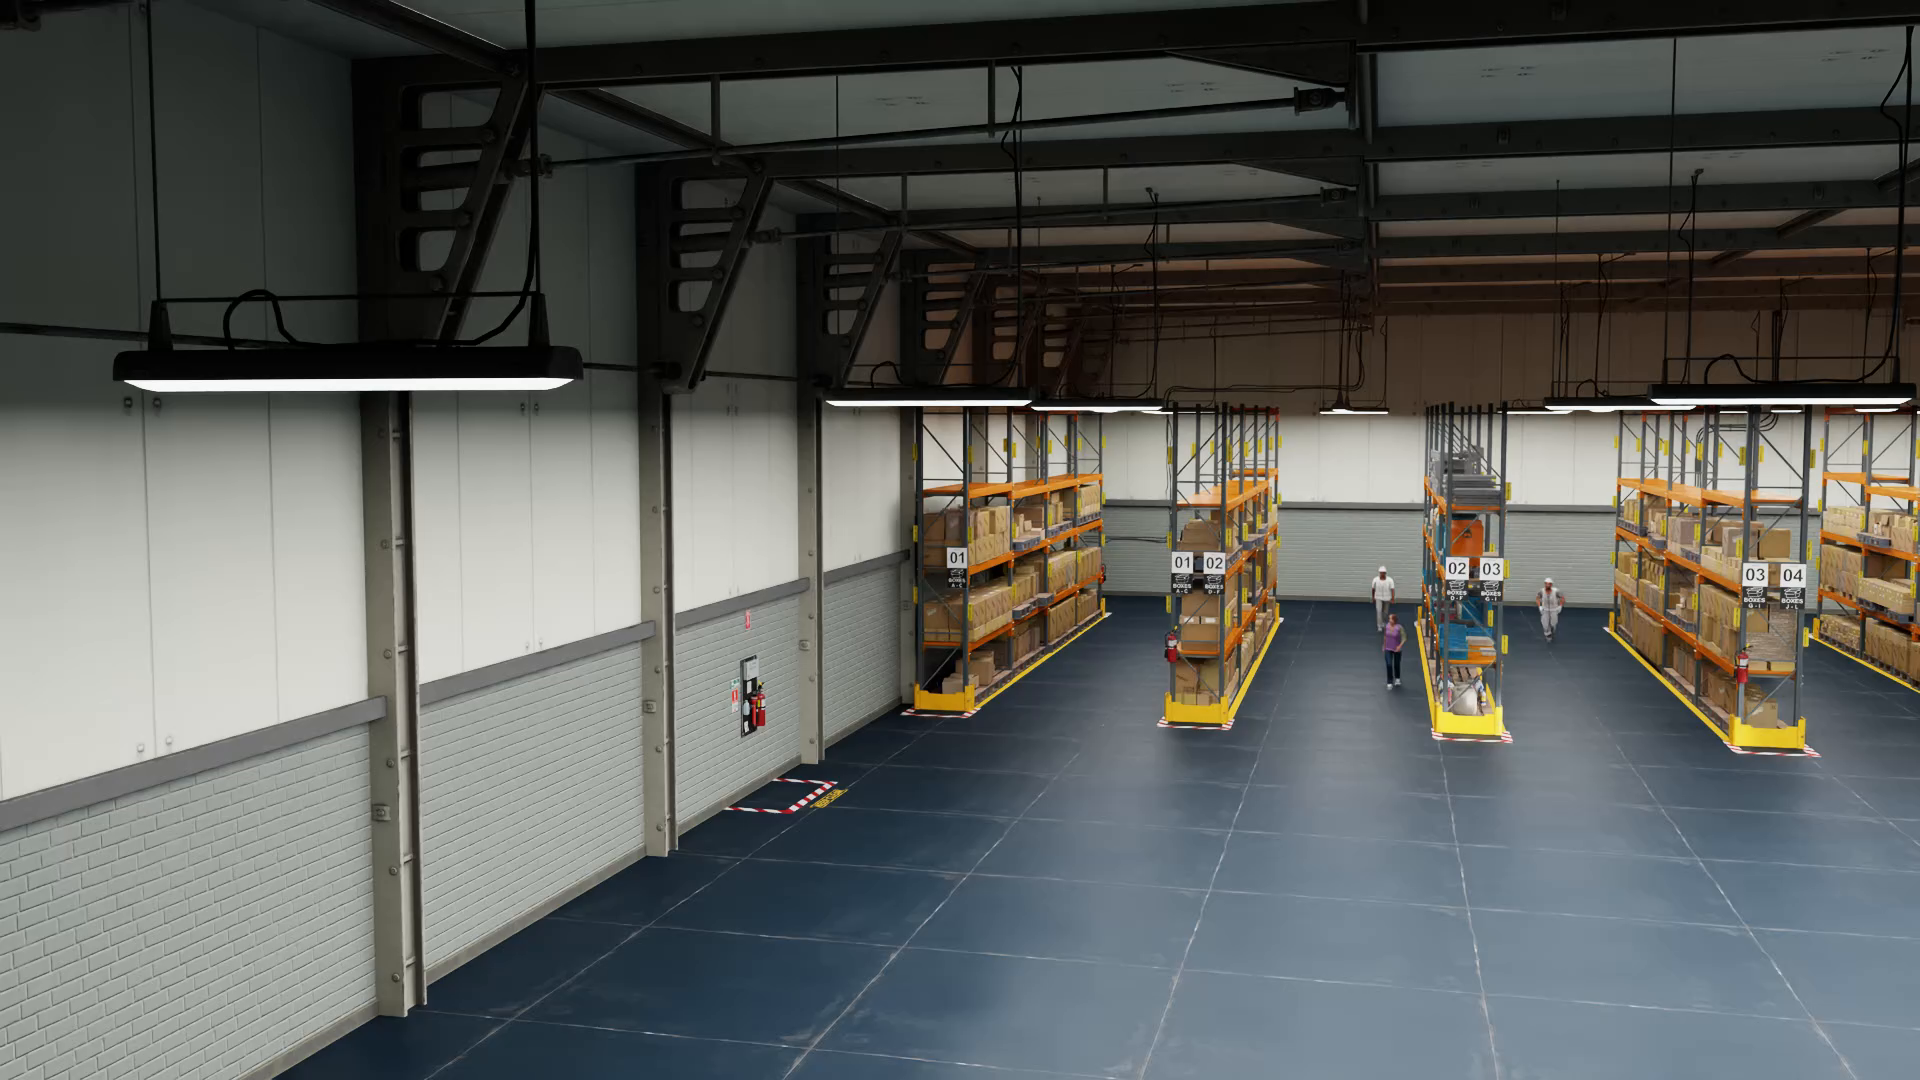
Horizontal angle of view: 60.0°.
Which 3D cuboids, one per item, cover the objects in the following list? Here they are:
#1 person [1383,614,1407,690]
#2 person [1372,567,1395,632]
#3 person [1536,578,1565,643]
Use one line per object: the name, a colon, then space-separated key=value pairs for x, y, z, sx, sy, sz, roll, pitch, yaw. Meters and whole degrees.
person: x=9.195 y=2.337 z=35.165 sx=0.518 sy=1.594 sz=0.728 roll=2 pitch=5 yaw=21
person: x=11.311 y=1.573 z=44.433 sx=0.580 sy=1.710 sz=1.081 roll=1 pitch=4 yaw=11
person: x=14.907 y=1.786 z=42.003 sx=0.696 sy=1.684 sz=0.645 roll=2 pitch=5 yaw=21
